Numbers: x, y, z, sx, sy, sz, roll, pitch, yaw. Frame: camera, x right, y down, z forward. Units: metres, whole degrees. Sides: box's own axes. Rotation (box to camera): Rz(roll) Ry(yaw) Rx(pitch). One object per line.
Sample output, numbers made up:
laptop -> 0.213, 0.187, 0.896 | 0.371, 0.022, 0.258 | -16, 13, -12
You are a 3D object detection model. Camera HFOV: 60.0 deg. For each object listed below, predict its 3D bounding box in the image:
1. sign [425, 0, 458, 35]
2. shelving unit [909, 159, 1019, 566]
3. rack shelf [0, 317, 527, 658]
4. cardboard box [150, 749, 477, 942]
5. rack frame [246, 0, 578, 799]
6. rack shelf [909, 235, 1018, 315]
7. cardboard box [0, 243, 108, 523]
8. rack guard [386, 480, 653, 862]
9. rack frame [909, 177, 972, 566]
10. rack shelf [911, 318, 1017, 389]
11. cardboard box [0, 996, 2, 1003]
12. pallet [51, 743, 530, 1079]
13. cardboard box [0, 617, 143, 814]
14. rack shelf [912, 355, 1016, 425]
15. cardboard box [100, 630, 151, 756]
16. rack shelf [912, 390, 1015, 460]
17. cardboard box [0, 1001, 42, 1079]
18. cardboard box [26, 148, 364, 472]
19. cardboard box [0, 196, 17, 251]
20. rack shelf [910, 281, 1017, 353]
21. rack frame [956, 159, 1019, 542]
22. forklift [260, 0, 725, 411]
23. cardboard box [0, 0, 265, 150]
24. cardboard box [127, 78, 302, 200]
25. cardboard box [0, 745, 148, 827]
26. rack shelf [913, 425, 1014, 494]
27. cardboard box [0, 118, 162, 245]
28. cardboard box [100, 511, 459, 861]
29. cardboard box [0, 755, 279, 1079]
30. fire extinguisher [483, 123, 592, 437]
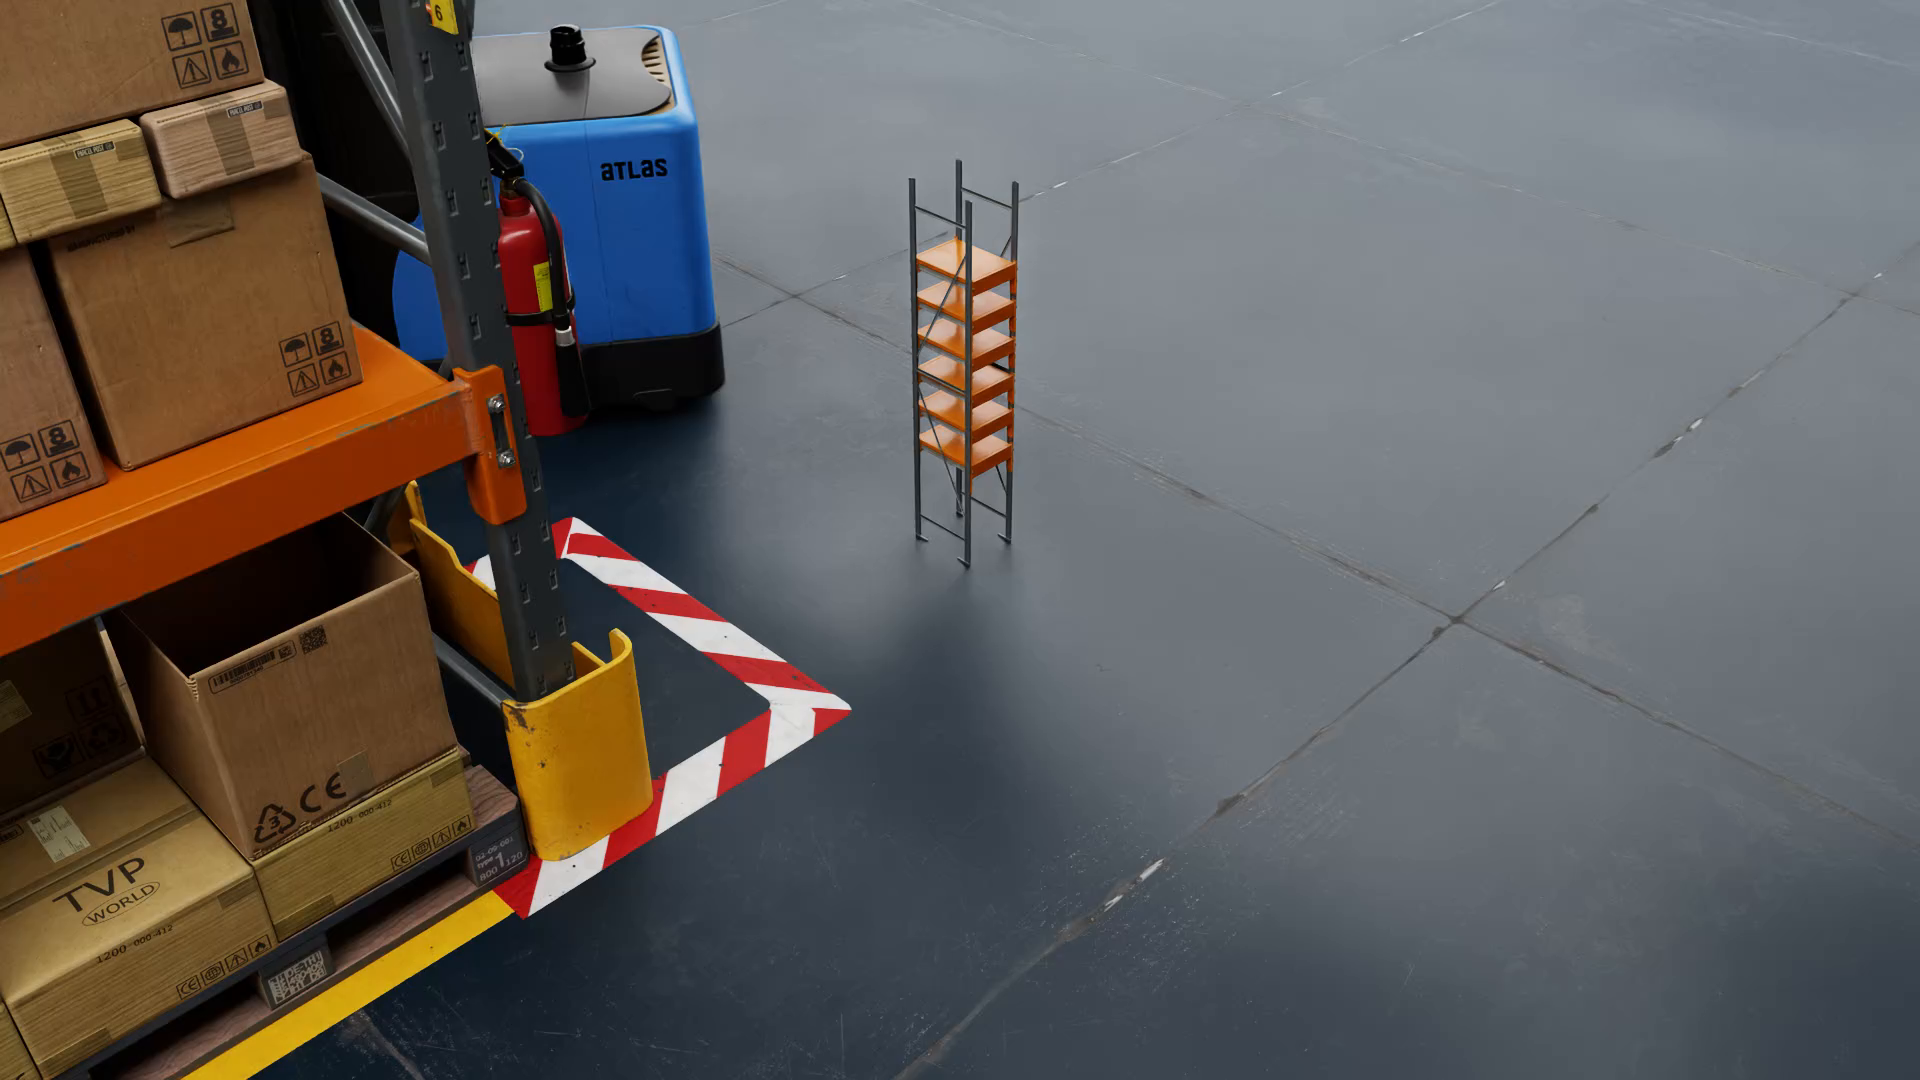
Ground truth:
sign -> -0.941, -1.063, 2.933 | 0.100, 0.325, 0.005 | 30, 45, 35
shelving unit -> 0.010, -0.498, 4.915 | 0.258, 1.200, 0.189 | 30, 45, 35
rack shelf -> -2.726, 0.391, 2.695 | 1.077, 0.370, 4.000 | 30, 45, 35
cardboard box -> -1.485, 0.577, 3.837 | 0.500, 0.250, 0.500 | 30, 45, 35
rack frame -> -1.317, -0.715, 3.654 | 1.000, 3.000, 0.127 | 30, 45, 35
rack shelf -> 0.010, -0.757, 4.735 | 0.258, 0.103, 0.180 | 30, 45, 35
cardboard box -> -2.021, -0.357, 3.052 | 0.500, 0.500, 0.700 | -29, 44, -35
rack guard -> -1.300, 0.300, 4.383 | 1.175, 0.500, 0.348 | 30, 45, 35
rack frame -> -0.054, -0.461, 4.862 | 0.240, 1.200, 0.006 | 30, 45, 35
rack shelf -> 0.010, -0.560, 4.872 | 0.258, 0.103, 0.180 | 30, 45, 35
cardboard box -> -2.177, 0.682, 3.031 | 0.500, 0.500, 0.500 | 30, 45, 35
pallet -> -1.826, 0.756, 3.982 | 1.003, 0.211, 1.213 | 30, 45, 35
cardboard box -> -2.203, 0.264, 3.630 | 0.500, 0.500, 0.500 | 30, 45, 35
rack shelf -> 0.010, -0.462, 4.941 | 0.258, 0.103, 0.180 | 30, 45, 35
cardboard box -> -1.852, 0.368, 4.137 | 0.500, 0.250, 0.500 | 30, 45, 35
rack shelf -> 0.010, -0.363, 5.009 | 0.258, 0.103, 0.180 | 30, 45, 35
cardboard box -> -2.179, 0.988, 3.247 | 0.500, 0.250, 0.500 | 30, 45, 35
cardboard box -> -1.654, -0.572, 3.361 | 0.700, 0.500, 0.500 | 30, 45, 35
cardboard box -> -1.814, -0.580, 2.805 | 0.380, 0.149, 0.250 | 29, 44, 35
rack shelf -> 0.010, -0.658, 4.803 | 0.258, 0.103, 0.180 | 30, 45, 35
rack frame -> 0.075, -0.535, 4.968 | 0.240, 1.200, 0.006 | 30, 45, 35
forklift -> -2.411, -1.771, 5.227 | 3.031, 2.935, 1.130 | -7, 36, -10
cardboard box -> -1.692, -1.083, 2.959 | 0.500, 0.500, 0.700 | -30, 45, -35
cardboard box -> -1.450, -0.791, 3.107 | 0.380, 0.149, 0.250 | 29, 44, 35
cardboard box -> -2.202, 0.573, 3.843 | 0.500, 0.250, 0.500 | 30, 45, 35
rack shelf -> 0.010, -0.265, 5.078 | 0.258, 0.103, 0.180 | 30, 45, 35
cardboard box -> -1.634, -0.684, 2.954 | 0.250, 0.149, 0.380 | -29, 44, -35
cardboard box -> -1.483, 0.270, 3.621 | 0.500, 0.500, 0.500 | 30, 45, 35
cardboard box -> -1.828, 0.785, 3.539 | 0.500, 0.250, 0.500 | 30, 45, 35
fire extinguisher -> -0.904, -0.545, 3.476 | 0.296, 0.674, 0.183 | 30, 45, 35
